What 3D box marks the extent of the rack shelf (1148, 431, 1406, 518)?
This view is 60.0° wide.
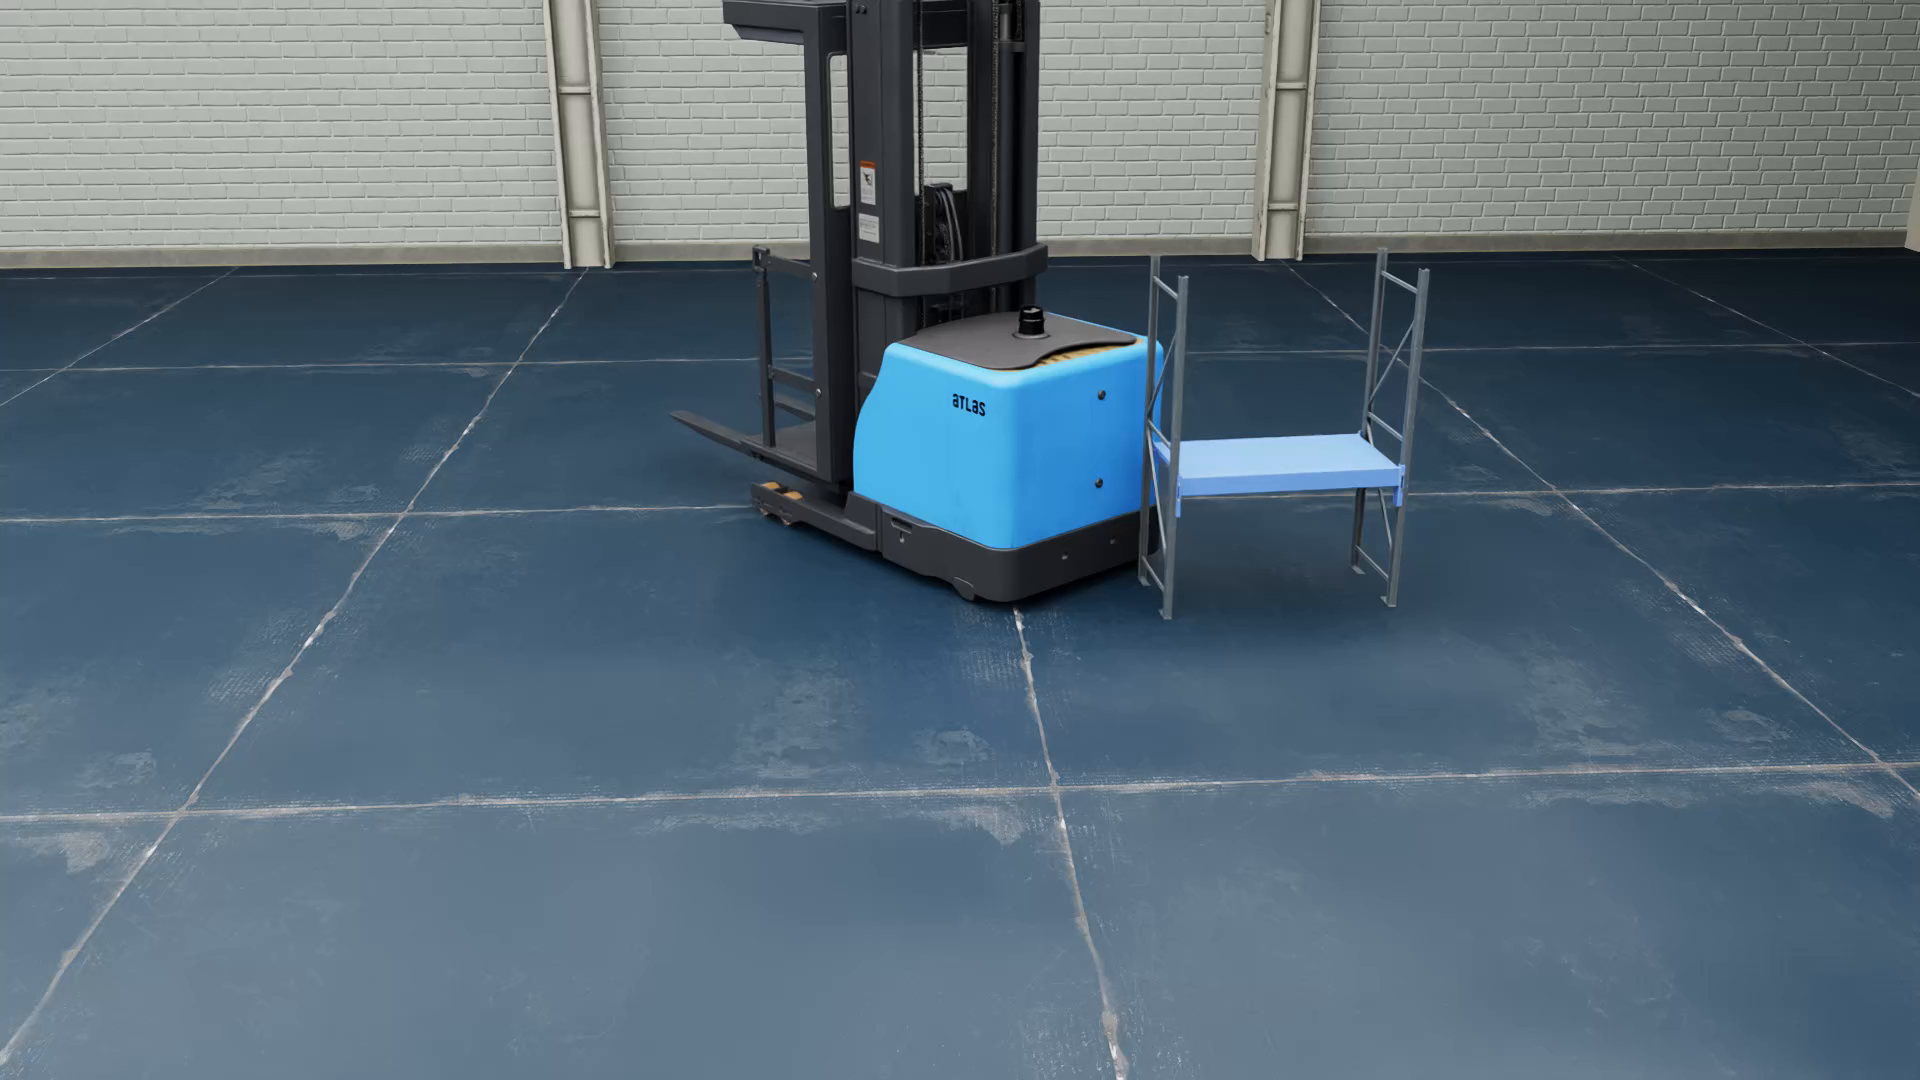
[{"bbox_3d":[1.371,-0.297,7.298,1.000,0.185,0.538,-3,21,-7],"label":"rack shelf"}]

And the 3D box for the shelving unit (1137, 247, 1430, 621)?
[{"bbox_3d":[1.371,-0.465,7.234,1.048,1.500,0.538,-3,21,-7],"label":"shelving unit"}]

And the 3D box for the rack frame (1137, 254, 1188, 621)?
[{"bbox_3d":[0.867,-0.439,7.167,0.032,1.500,0.500,-3,21,-7],"label":"rack frame"}]

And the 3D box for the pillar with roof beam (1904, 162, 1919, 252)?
[{"bbox_3d":[9.032,-5.299,9.393,0.400,9.000,9.100,-1,21,-3],"label":"pillar with roof beam"}]

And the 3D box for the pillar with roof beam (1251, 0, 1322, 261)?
[{"bbox_3d":[3.042,-5.177,9.072,0.400,9.000,9.100,-1,21,-3],"label":"pillar with roof beam"}]

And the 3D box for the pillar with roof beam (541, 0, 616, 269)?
[{"bbox_3d":[-2.949,-5.055,8.752,0.400,9.000,9.100,-1,21,-3],"label":"pillar with roof beam"}]

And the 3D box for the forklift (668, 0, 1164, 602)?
[{"bbox_3d":[-0.408,-1.548,8.069,1.130,2.935,3.031,-17,27,-37],"label":"forklift"}]

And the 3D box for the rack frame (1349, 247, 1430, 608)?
[{"bbox_3d":[1.874,-0.490,7.300,0.032,1.500,0.500,-3,21,-7],"label":"rack frame"}]
